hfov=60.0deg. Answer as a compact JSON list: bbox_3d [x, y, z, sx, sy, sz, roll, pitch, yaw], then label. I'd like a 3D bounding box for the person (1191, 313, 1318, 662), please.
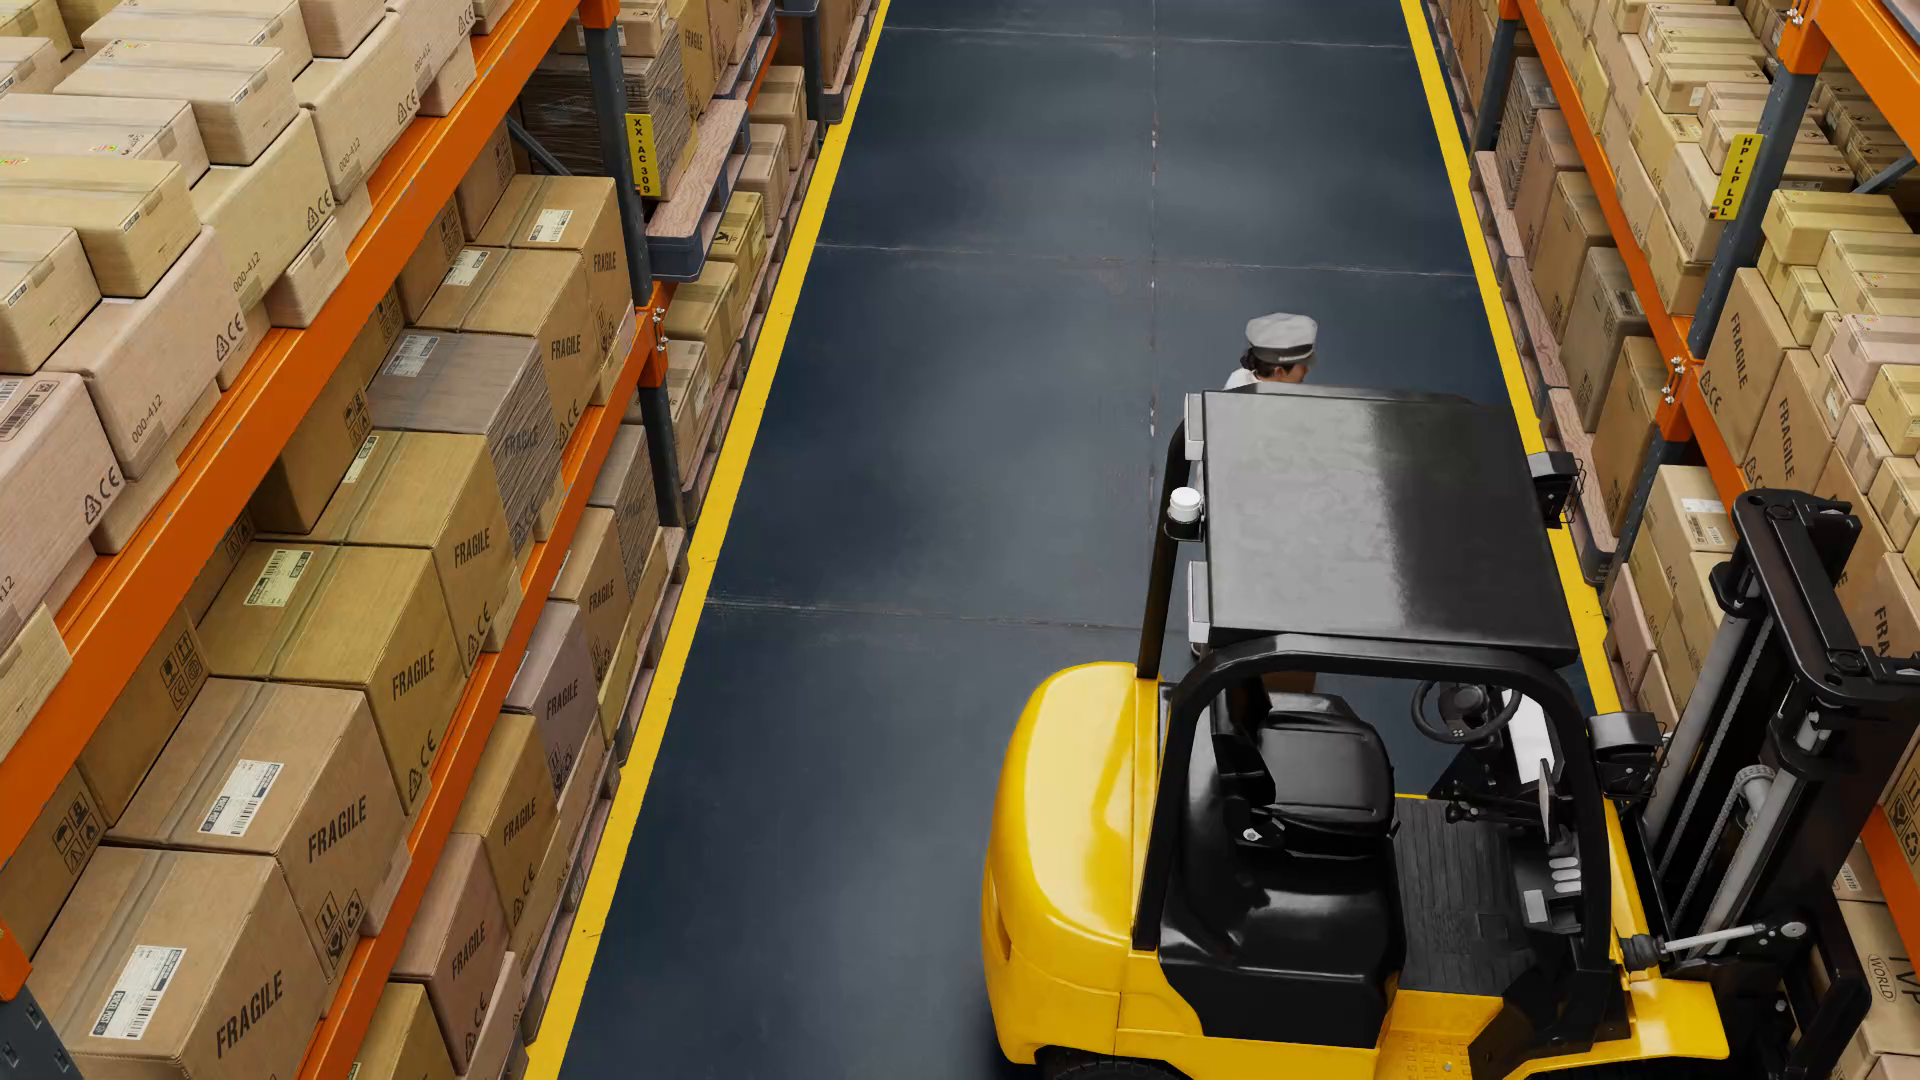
[{"bbox_3d":[1.066,-0.104,6.276,0.374,1.663,0.528,3,40,4],"label":"person"}]
